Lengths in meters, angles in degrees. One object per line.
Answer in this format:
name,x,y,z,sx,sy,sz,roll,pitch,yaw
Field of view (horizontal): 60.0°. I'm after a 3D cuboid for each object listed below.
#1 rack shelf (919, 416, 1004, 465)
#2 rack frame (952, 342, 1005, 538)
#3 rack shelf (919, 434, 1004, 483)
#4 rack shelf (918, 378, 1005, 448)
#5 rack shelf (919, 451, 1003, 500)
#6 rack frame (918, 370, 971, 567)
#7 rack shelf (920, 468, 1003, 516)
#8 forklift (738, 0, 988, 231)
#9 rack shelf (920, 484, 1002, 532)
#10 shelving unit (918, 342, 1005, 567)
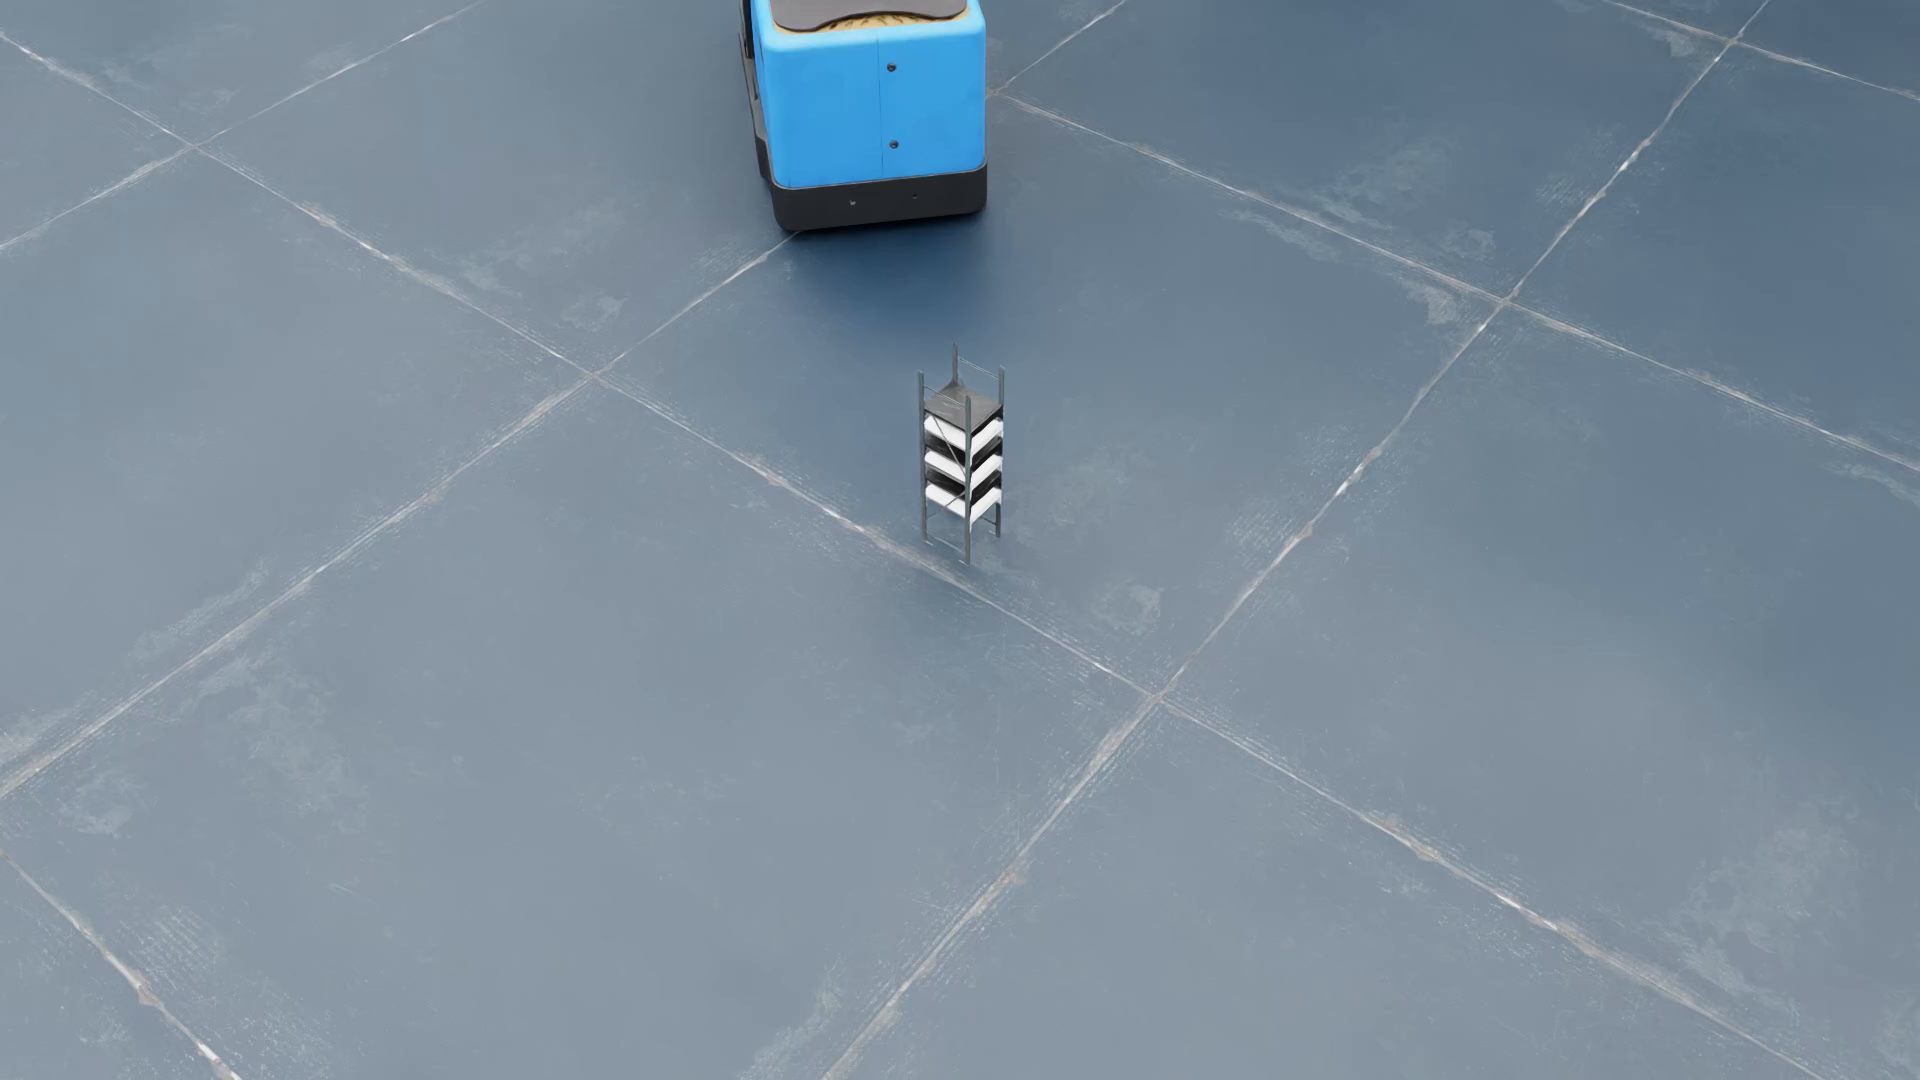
rack shelf,0.005,-0.417,6.323,0.258,0.077,0.200,29,53,25
rack frame,0.067,-0.374,6.485,0.240,0.900,0.006,29,53,25
rack shelf,0.005,-0.355,6.388,0.258,0.077,0.200,29,53,25
rack shelf,0.005,-0.479,6.258,0.258,0.077,0.200,29,53,25
rack shelf,0.005,-0.292,6.453,0.258,0.077,0.200,29,53,25
rack frame,-0.057,-0.257,6.373,0.240,0.900,0.006,29,53,25
rack shelf,0.005,-0.230,6.518,0.258,0.077,0.200,29,53,25
forklift,-0.629,-3.598,8.160,1.130,2.935,3.031,-7,47,-7
rack shelf,0.005,-0.168,6.583,0.258,0.077,0.200,29,53,25
shelving unit,0.005,-0.315,6.429,0.258,0.900,0.210,29,53,25
